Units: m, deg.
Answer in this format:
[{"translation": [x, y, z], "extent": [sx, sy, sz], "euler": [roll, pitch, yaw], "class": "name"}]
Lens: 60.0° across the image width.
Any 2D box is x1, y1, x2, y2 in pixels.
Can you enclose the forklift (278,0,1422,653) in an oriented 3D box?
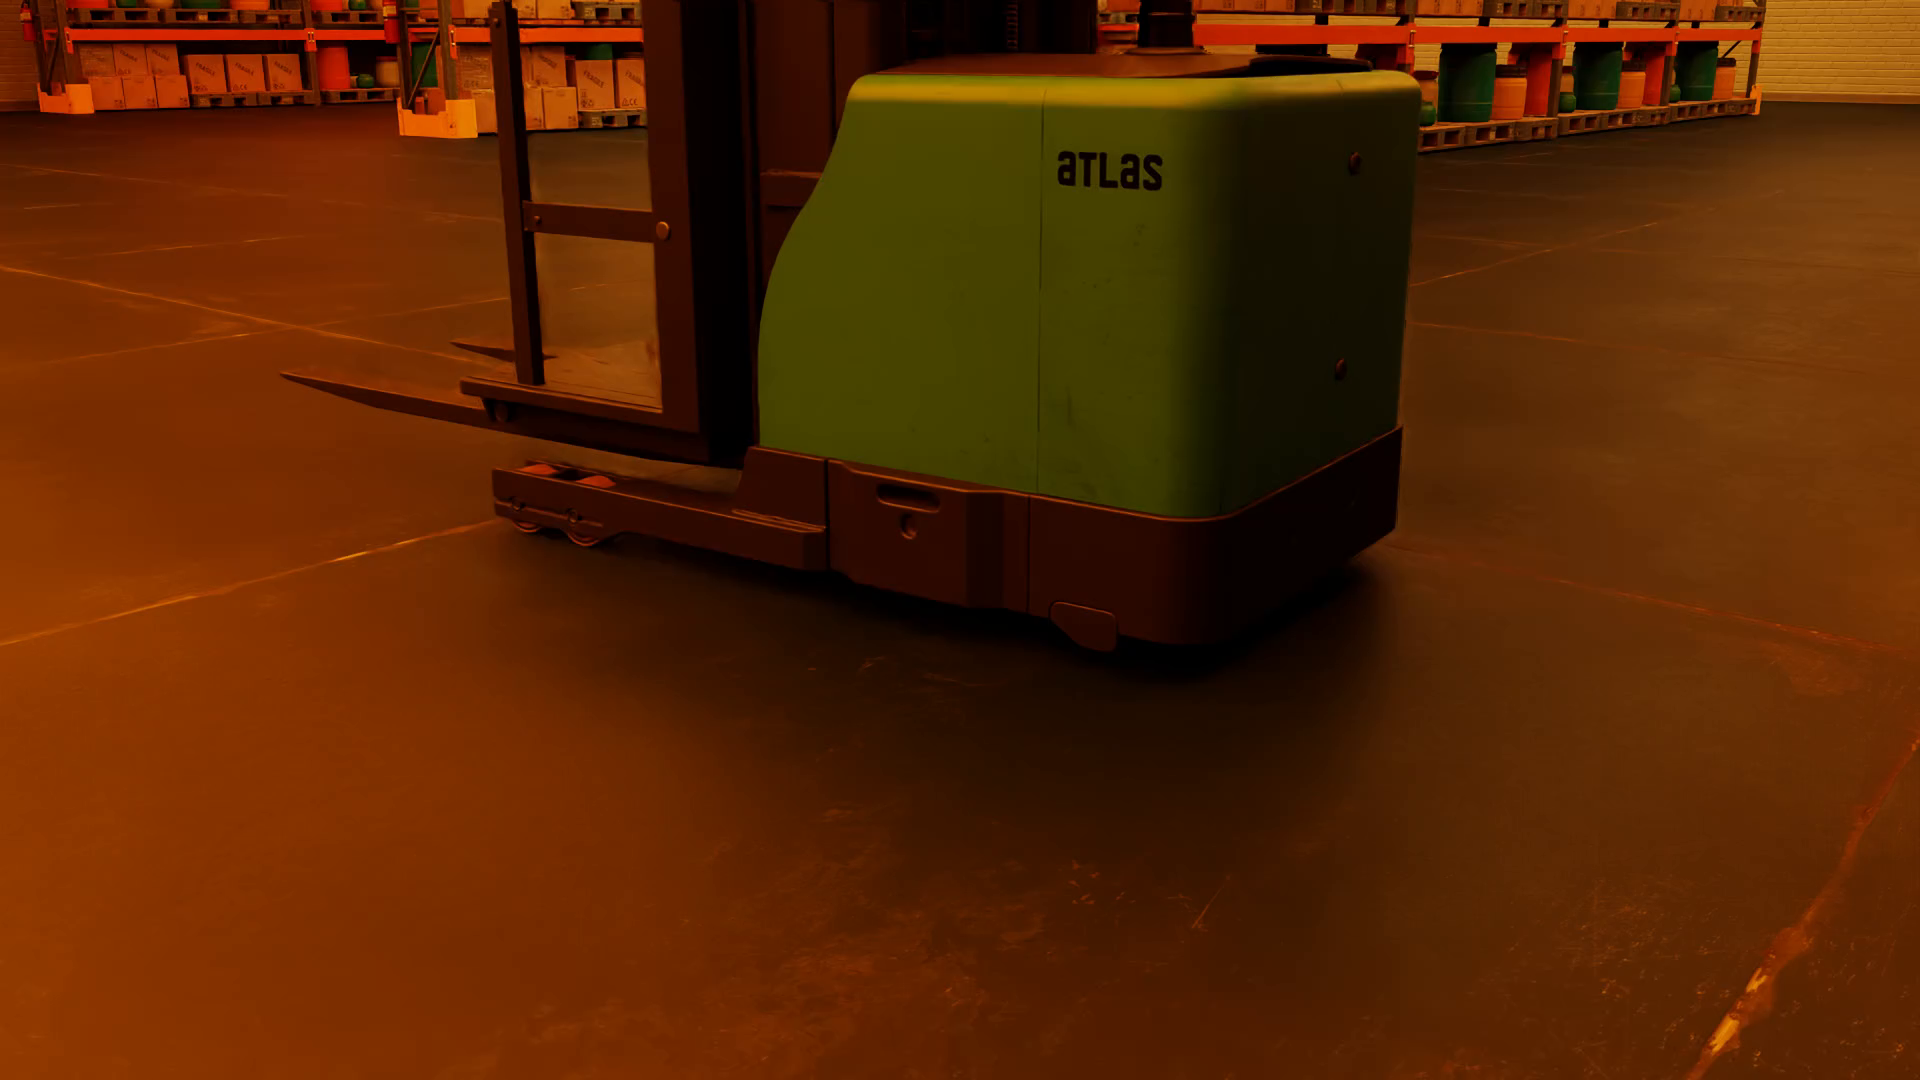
[{"translation": [-0.511, -1.500, 3.839], "extent": [3.031, 2.935, 1.130], "euler": [11, 20, 33], "class": "forklift"}]
